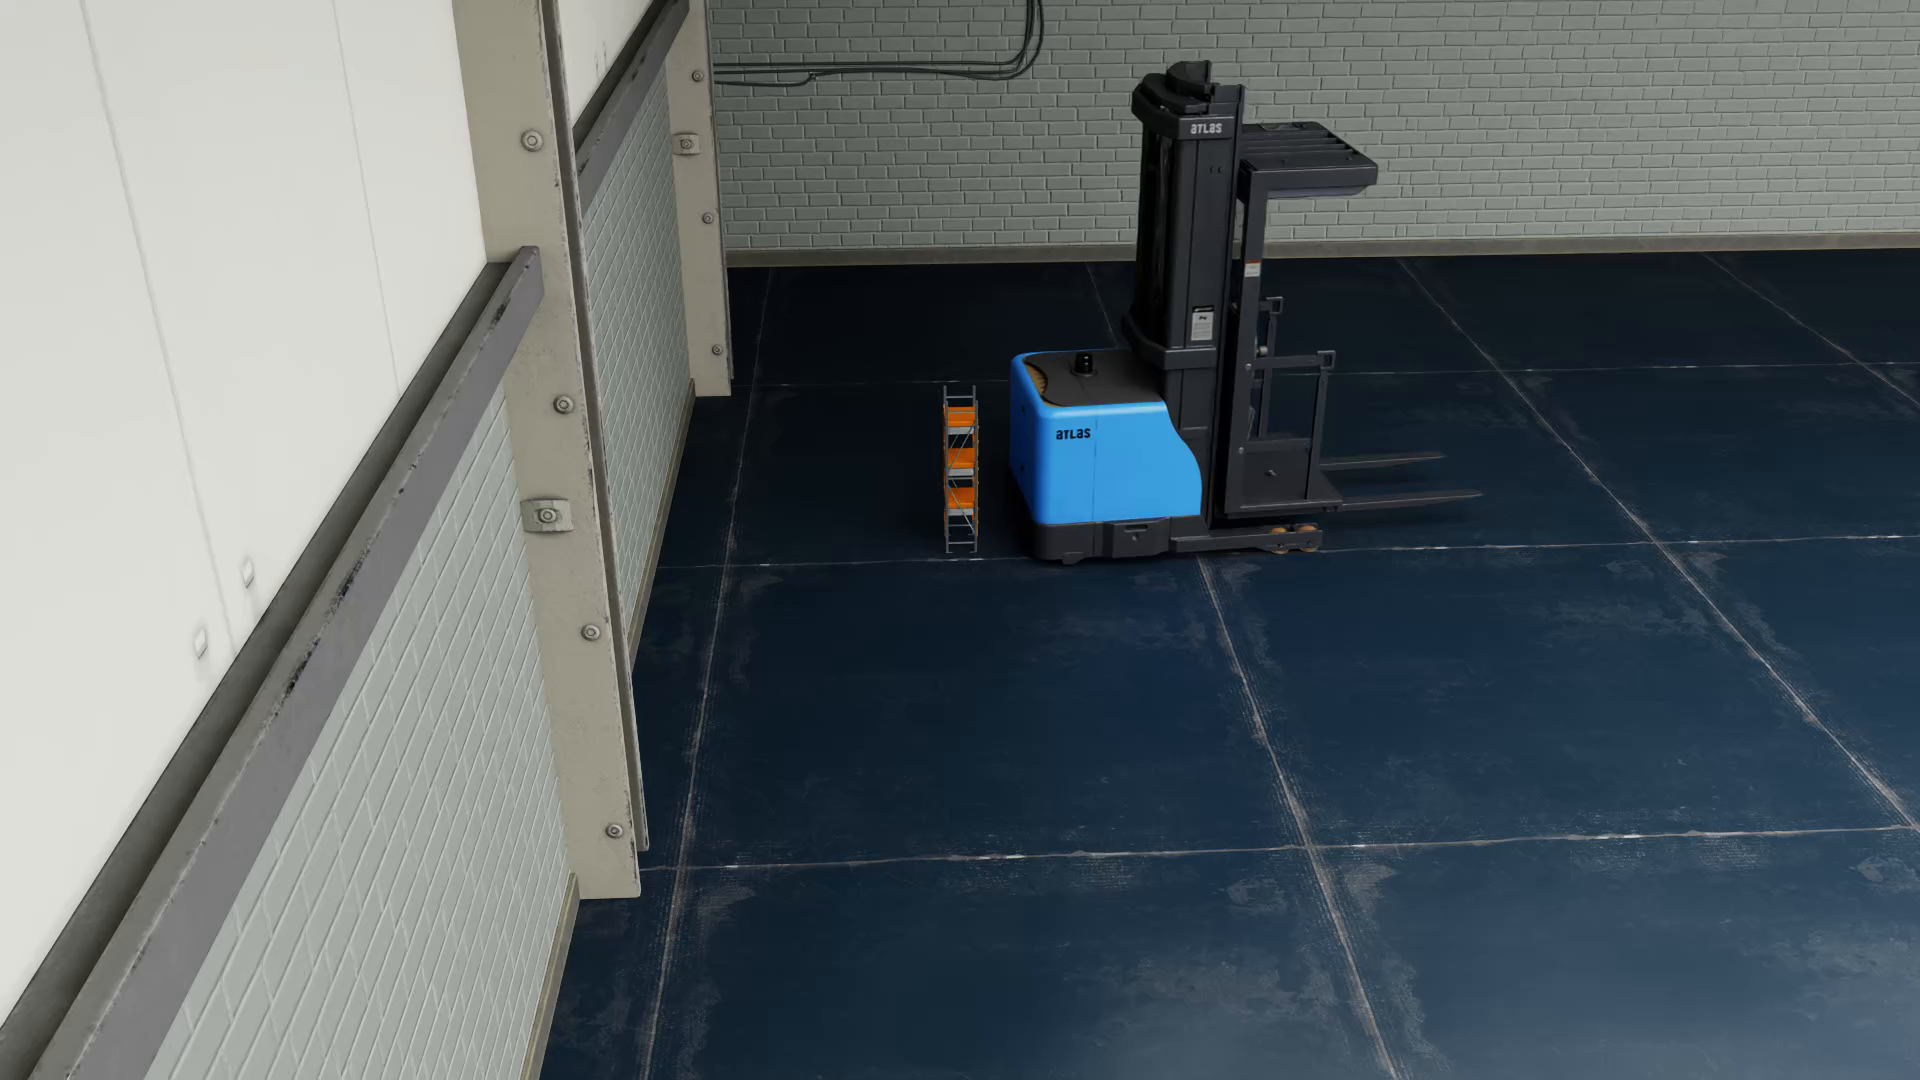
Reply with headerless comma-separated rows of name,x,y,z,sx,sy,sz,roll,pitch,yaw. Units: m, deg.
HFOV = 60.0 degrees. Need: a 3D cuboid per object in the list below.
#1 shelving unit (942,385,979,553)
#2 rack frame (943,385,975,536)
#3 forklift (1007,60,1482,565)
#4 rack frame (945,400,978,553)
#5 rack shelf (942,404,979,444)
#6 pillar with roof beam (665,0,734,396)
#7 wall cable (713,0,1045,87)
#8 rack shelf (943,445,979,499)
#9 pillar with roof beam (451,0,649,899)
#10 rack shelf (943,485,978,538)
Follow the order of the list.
shelving unit,0.003,-0.441,10.522,0.215,1.050,0.252,-1,28,-3
rack frame,-0.004,-0.497,10.630,0.200,1.050,0.008,-1,28,-3
forklift,1.879,-1.447,10.418,3.031,2.935,1.130,-4,28,-8
rack frame,0.009,-0.384,10.414,0.200,1.050,0.008,-1,28,-3
rack shelf,0.003,-0.683,10.396,0.215,0.259,0.240,-1,28,-3
pillar with roof beam,2.345,-5.309,11.259,9.100,9.000,0.400,-1,28,-3
wall cable,-0.787,-5.220,14.448,3.097,2.526,0.112,-1,28,-3
rack shelf,0.003,-0.431,10.527,0.215,0.259,0.240,-1,28,-3
pillar with roof beam,2.658,-2.538,5.947,9.100,9.000,0.400,-1,28,-3
rack shelf,0.003,-0.185,10.655,0.215,0.259,0.240,-1,28,-3
